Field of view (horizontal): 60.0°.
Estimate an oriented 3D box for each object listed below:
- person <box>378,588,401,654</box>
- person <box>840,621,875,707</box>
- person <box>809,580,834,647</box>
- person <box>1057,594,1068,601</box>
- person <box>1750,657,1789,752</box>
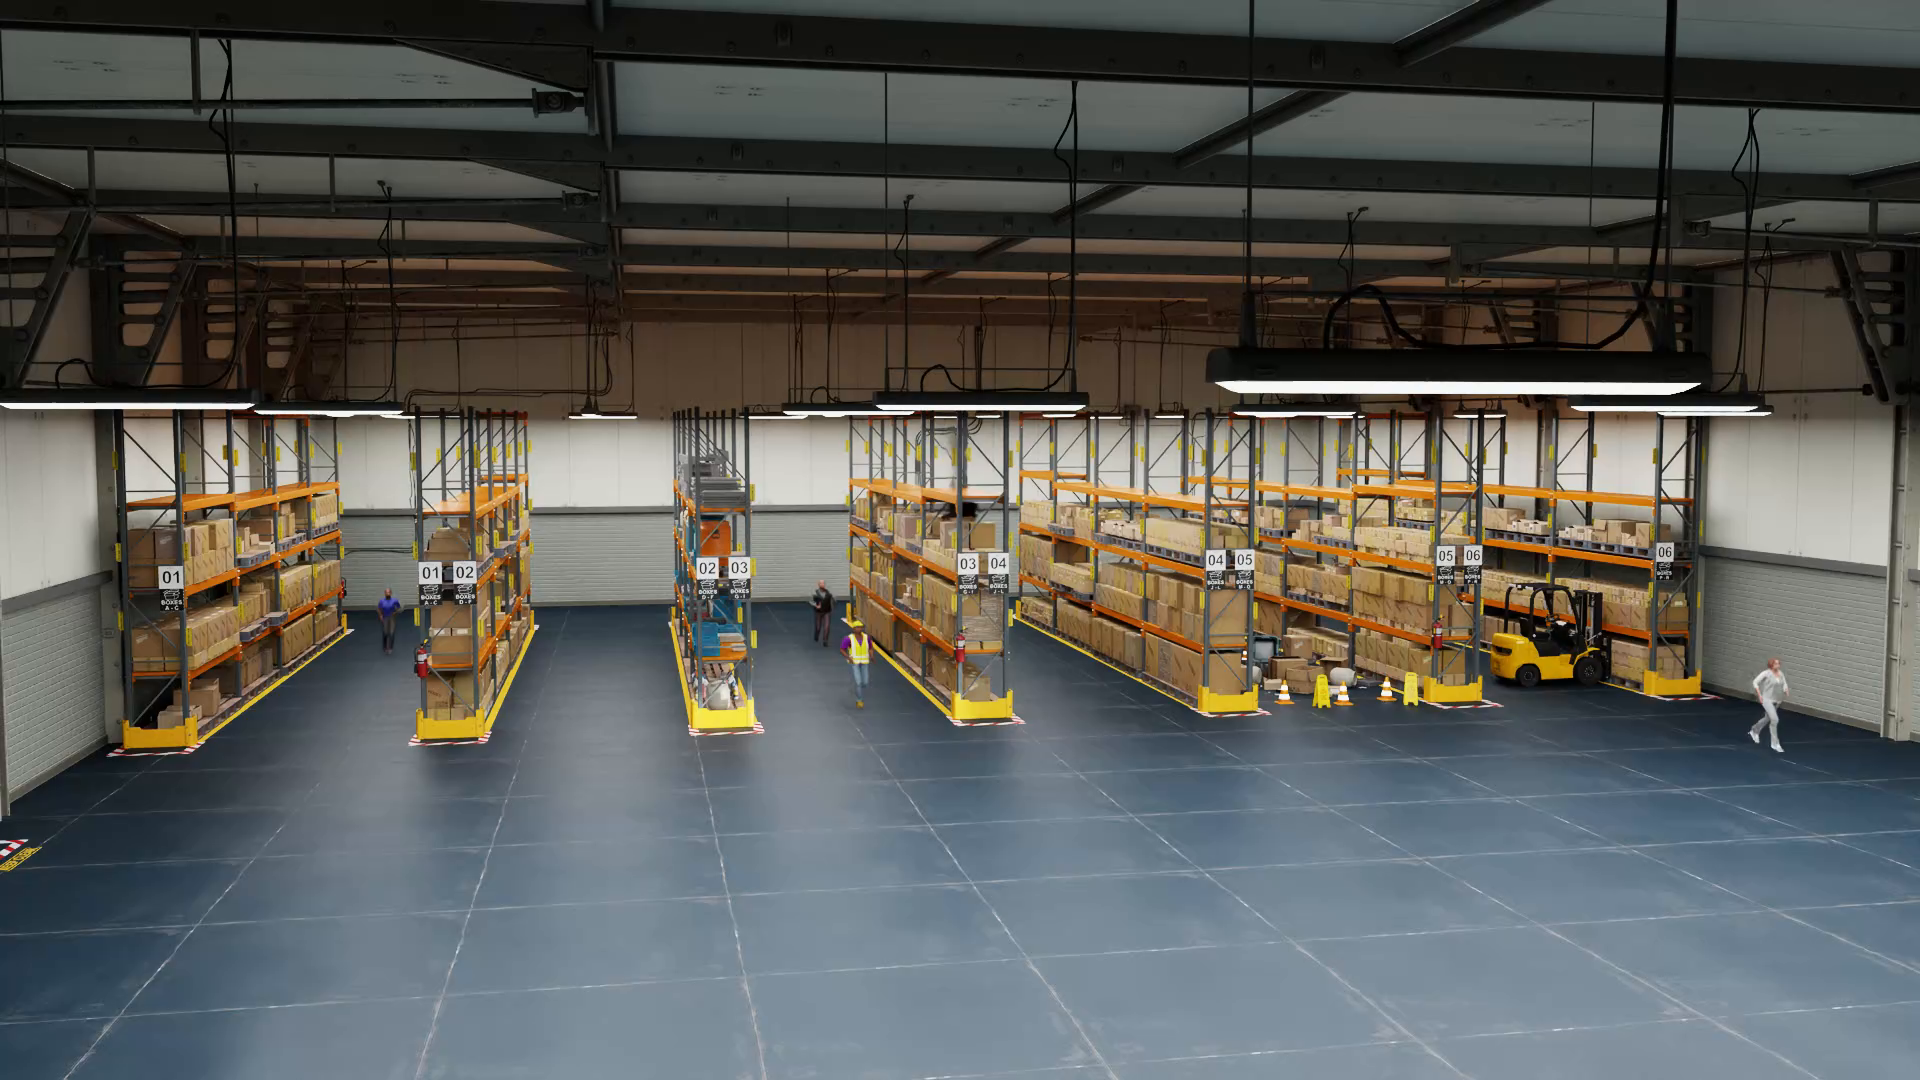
[{"bbox_3d":[-14.047,2.001,40.936,0.561,1.621,0.573,-1,4,-14],"label":"person"},{"bbox_3d":[-2.071,2.483,33.573,0.702,1.726,0.598,-2,4,-21],"label":"person"},{"bbox_3d":[-3.509,1.865,42.468,0.669,1.684,0.760,-1,4,-16],"label":"person"},{"bbox_3d":[3.017,1.287,50.414,0.693,1.752,0.574,4,6,44],"label":"person"},{"bbox_3d":[14.142,2.833,29.037,0.530,1.610,0.836,-1,4,-18],"label":"person"}]
